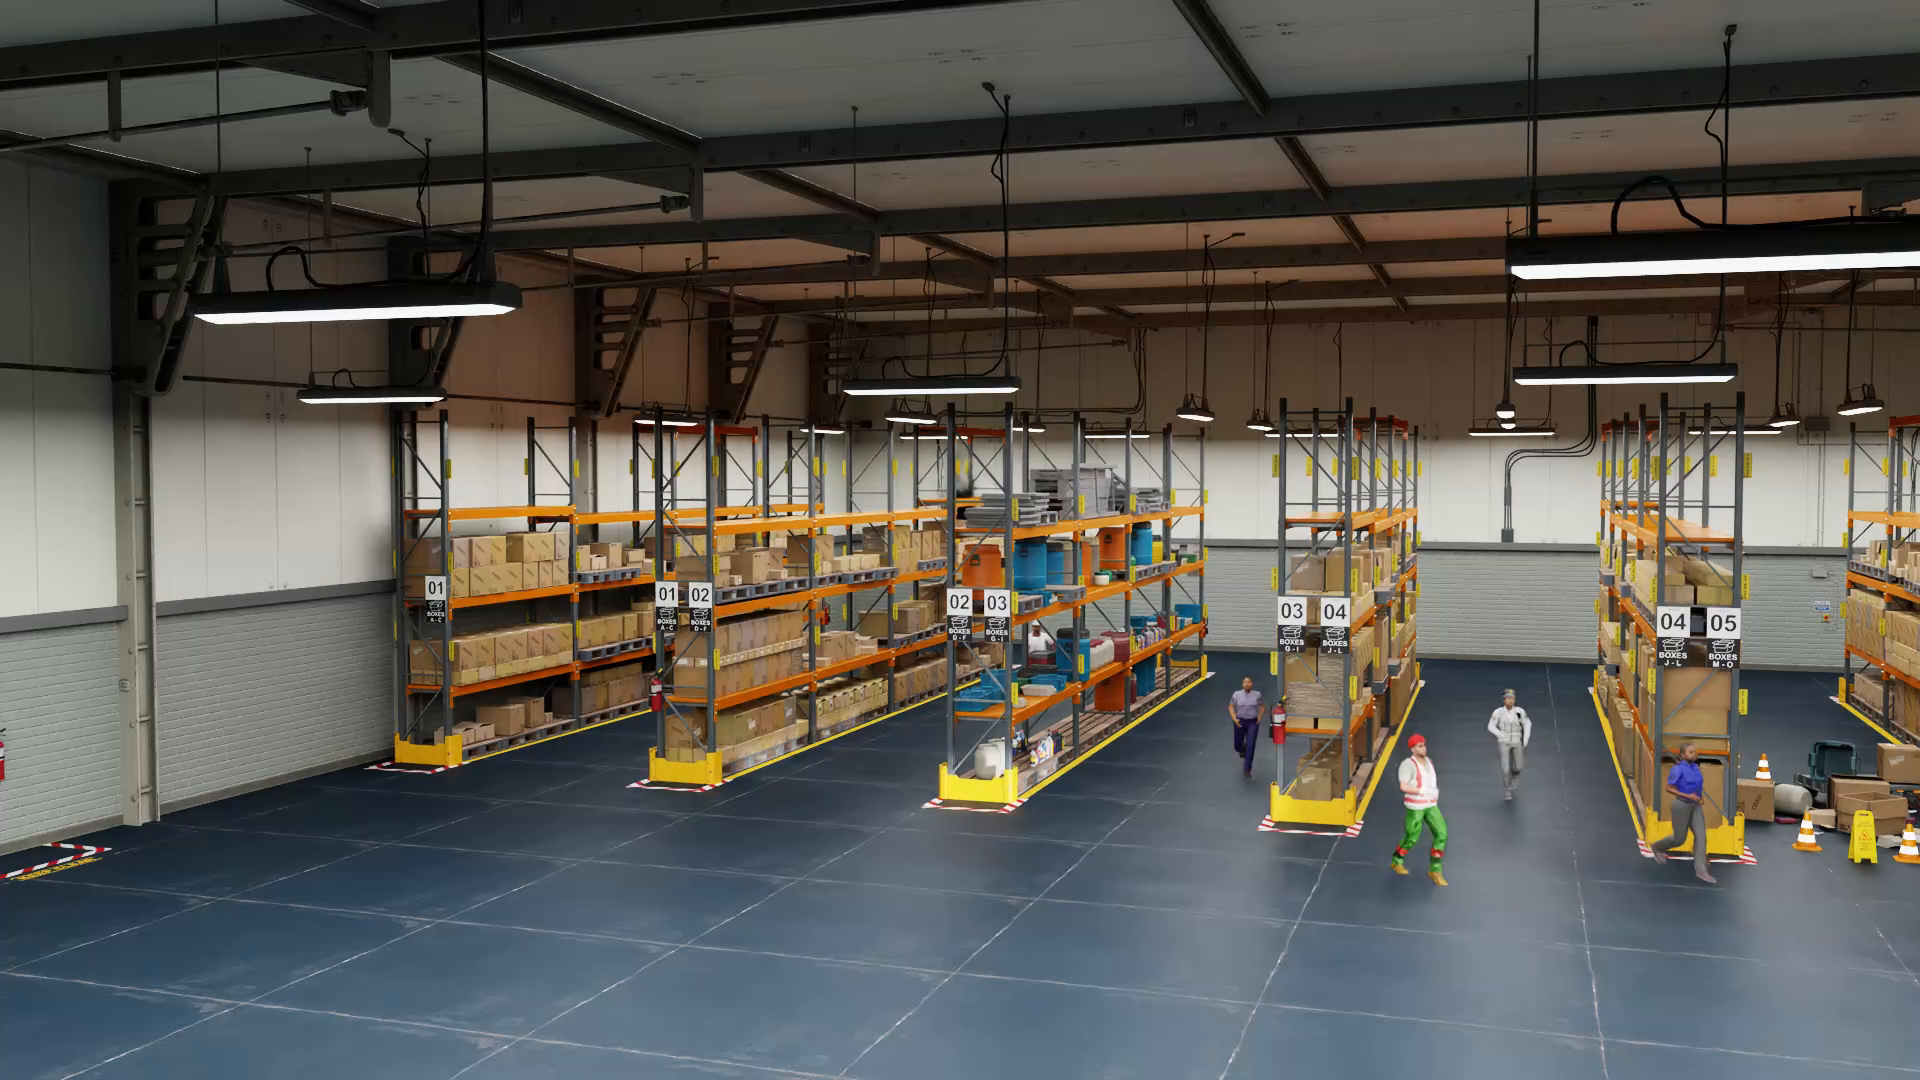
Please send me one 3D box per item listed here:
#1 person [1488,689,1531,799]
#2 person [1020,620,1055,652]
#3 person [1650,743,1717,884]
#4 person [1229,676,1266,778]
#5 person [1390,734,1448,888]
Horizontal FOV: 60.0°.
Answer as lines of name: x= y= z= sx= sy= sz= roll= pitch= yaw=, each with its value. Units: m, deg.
person: x=8.356 y=3.092 z=25.252 sx=0.658 sy=1.665 sz=0.561 roll=0 pitch=2 yaw=8
person: x=1.626 y=2.600 z=35.231 sx=0.674 sy=1.825 sz=0.791 roll=1 pitch=3 yaw=18
person: x=8.871 y=3.298 z=20.336 sx=0.586 sy=1.653 sz=0.908 roll=-1 pitch=3 yaw=-24
person: x=4.716 y=3.053 z=27.333 sx=0.593 sy=1.630 sz=0.913 roll=1 pitch=3 yaw=15
person: x=5.569 y=3.253 z=20.150 sx=0.662 sy=1.820 sz=0.796 roll=-1 pitch=3 yaw=-27
